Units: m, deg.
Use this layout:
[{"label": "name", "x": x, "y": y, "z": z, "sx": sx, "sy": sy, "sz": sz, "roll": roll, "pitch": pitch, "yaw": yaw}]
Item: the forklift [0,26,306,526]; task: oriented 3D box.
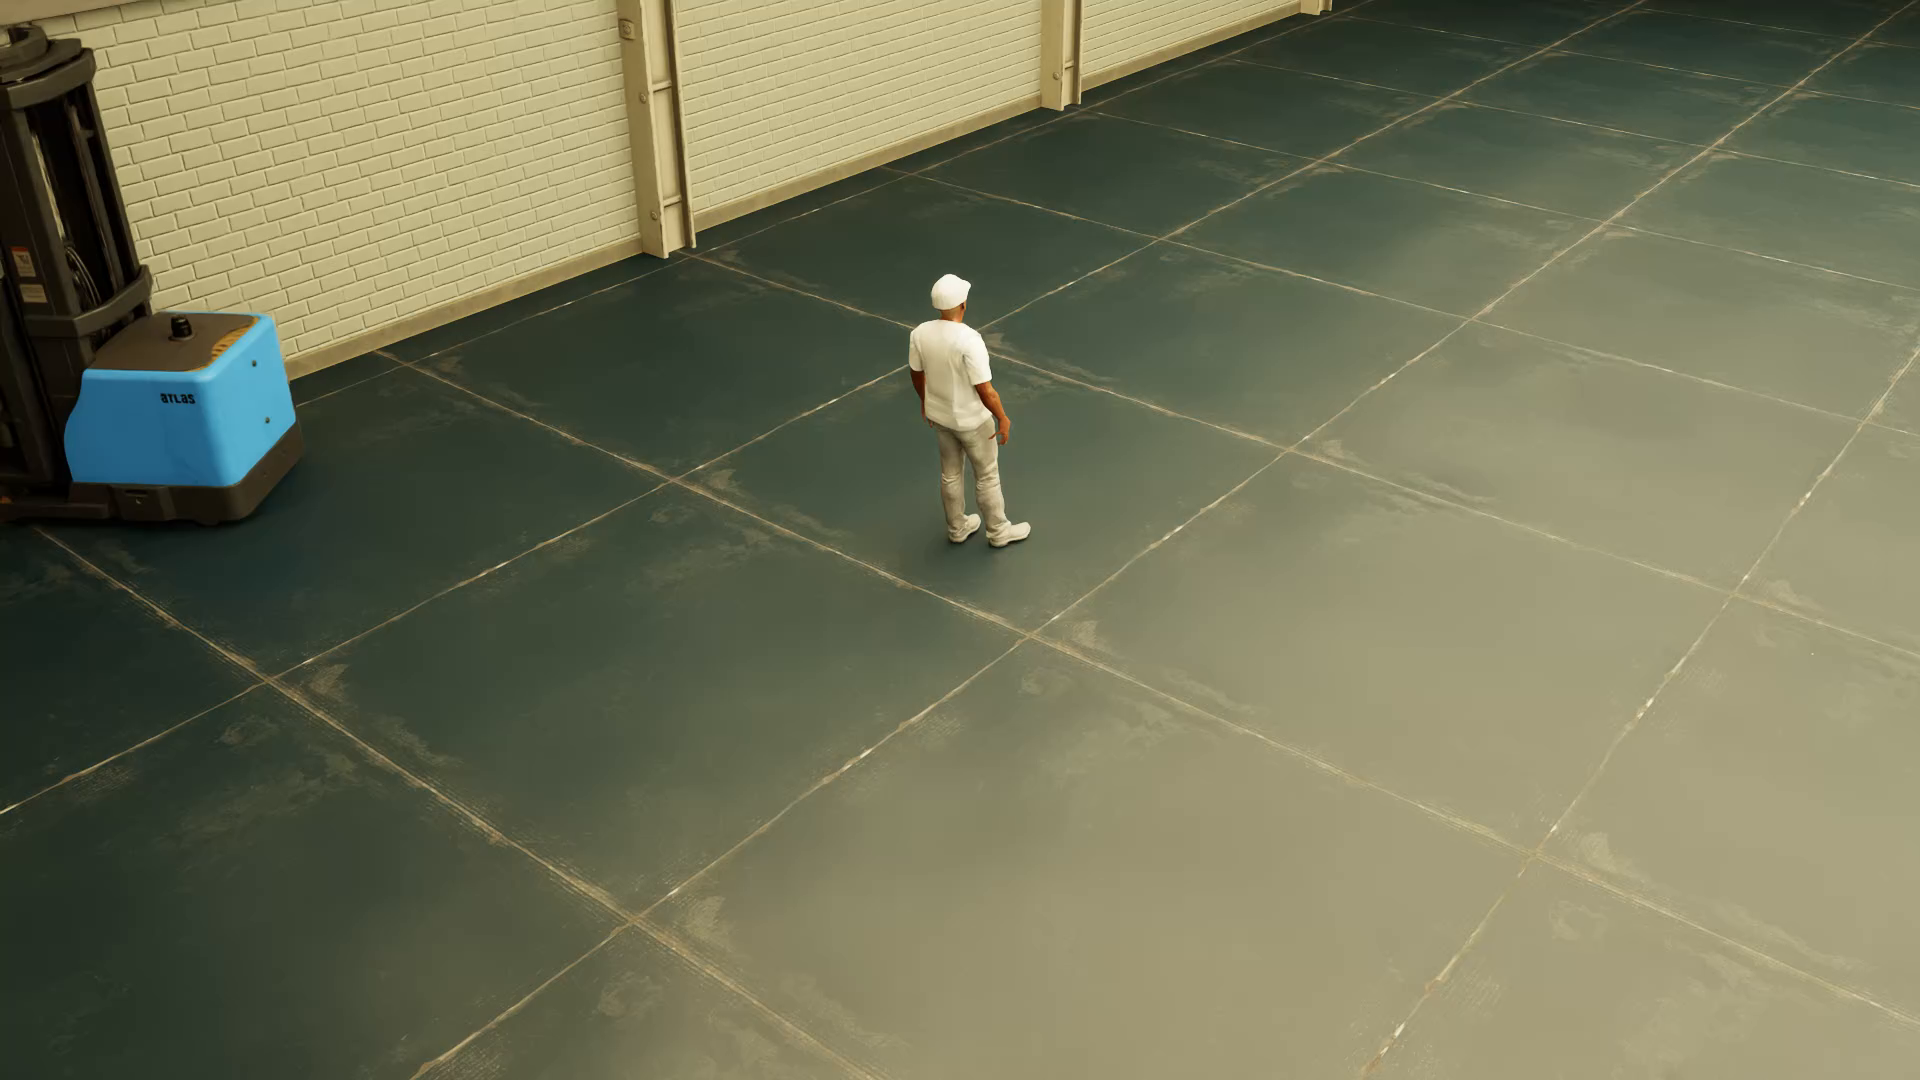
[{"label": "forklift", "x": -6.022, "y": -1.638, "z": 10.397, "sx": 3.031, "sy": 2.935, "sz": 1.130, "roll": 2, "pitch": 30, "yaw": 3}]

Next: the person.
[{"label": "person", "x": 0.049, "y": -0.794, "z": 10.094, "sx": 0.665, "sy": 1.765, "sz": 0.577, "roll": 22, "pitch": 37, "yaw": 33}]
